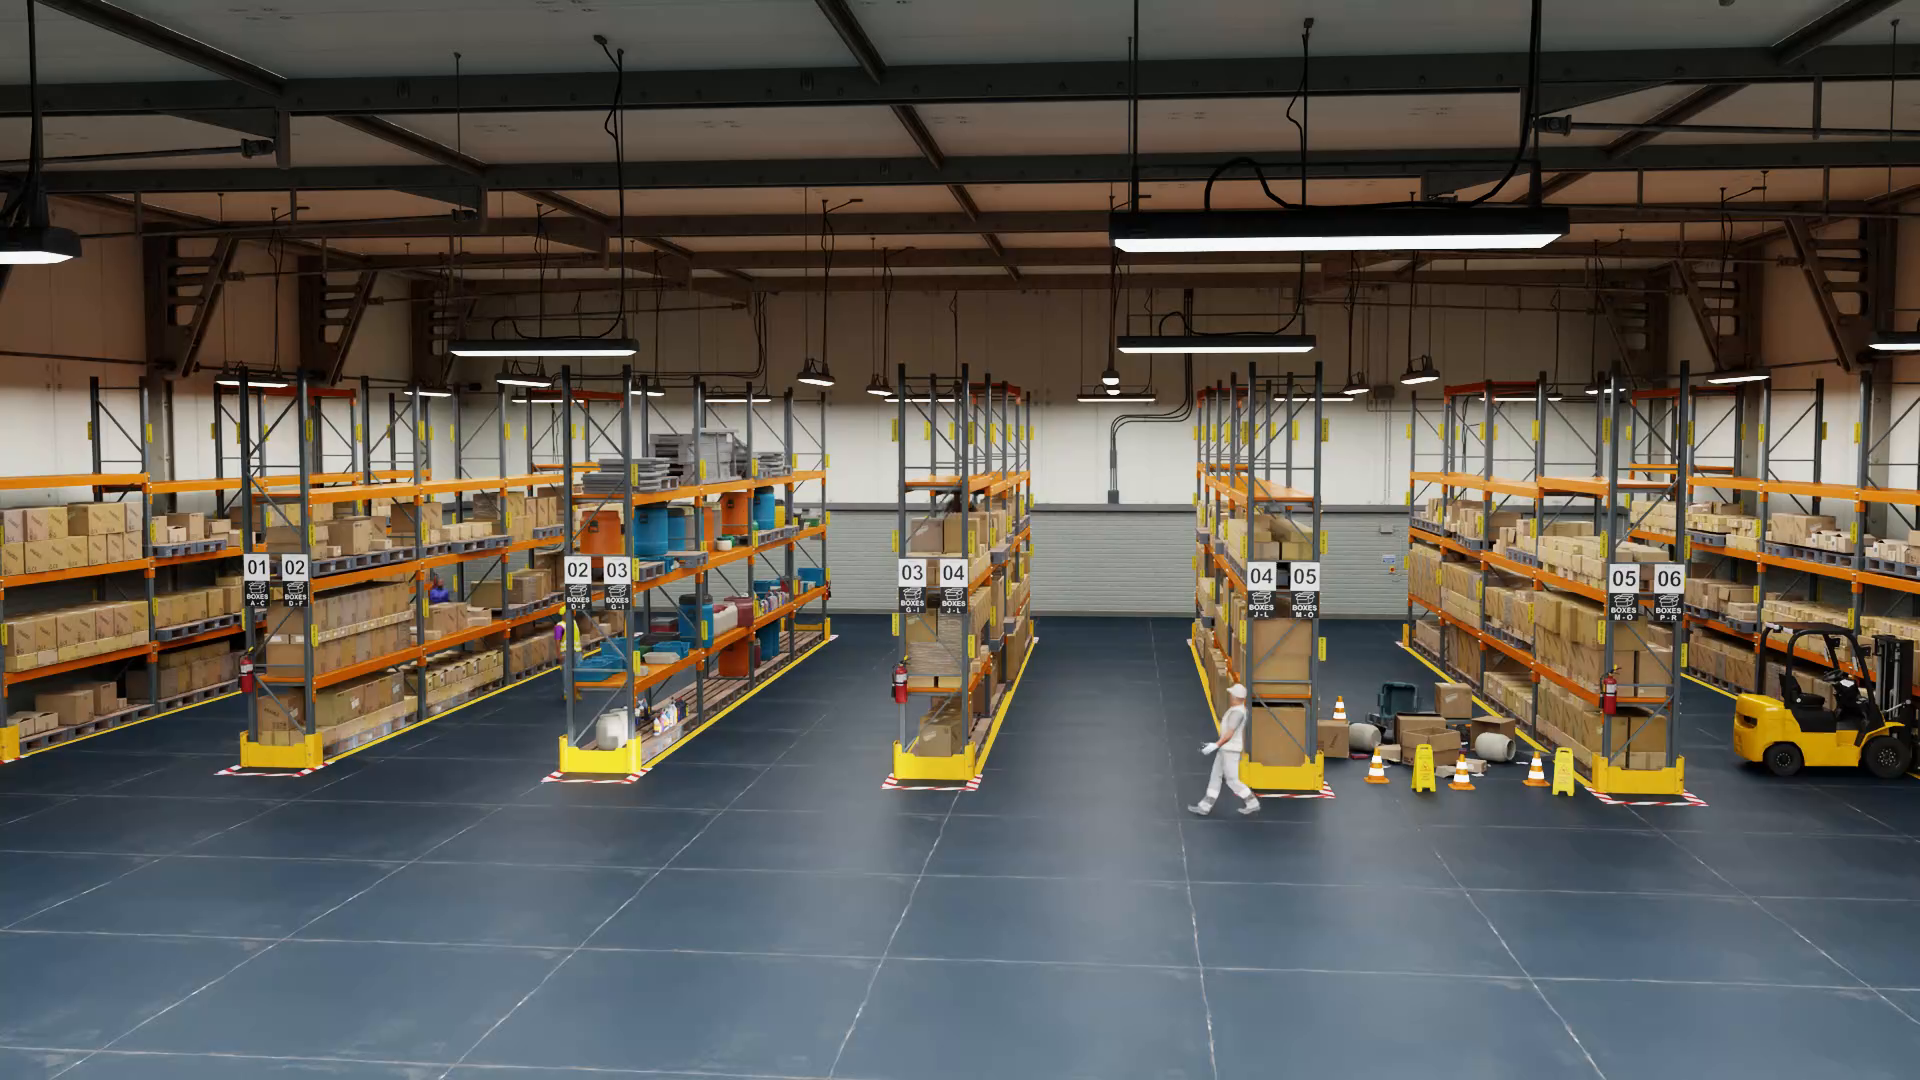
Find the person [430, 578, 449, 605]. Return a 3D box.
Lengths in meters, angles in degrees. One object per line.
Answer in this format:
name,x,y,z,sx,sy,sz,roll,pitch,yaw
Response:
person,-12.140,1.739,38.855,0.415,1.516,0.665,0,4,2

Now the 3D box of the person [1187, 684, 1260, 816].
person,3.450,2.742,21.682,0.939,1.745,0.568,0,4,4

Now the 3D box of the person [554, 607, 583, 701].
person,-7.339,2.138,31.242,0.585,1.787,0.530,-2,4,-31
